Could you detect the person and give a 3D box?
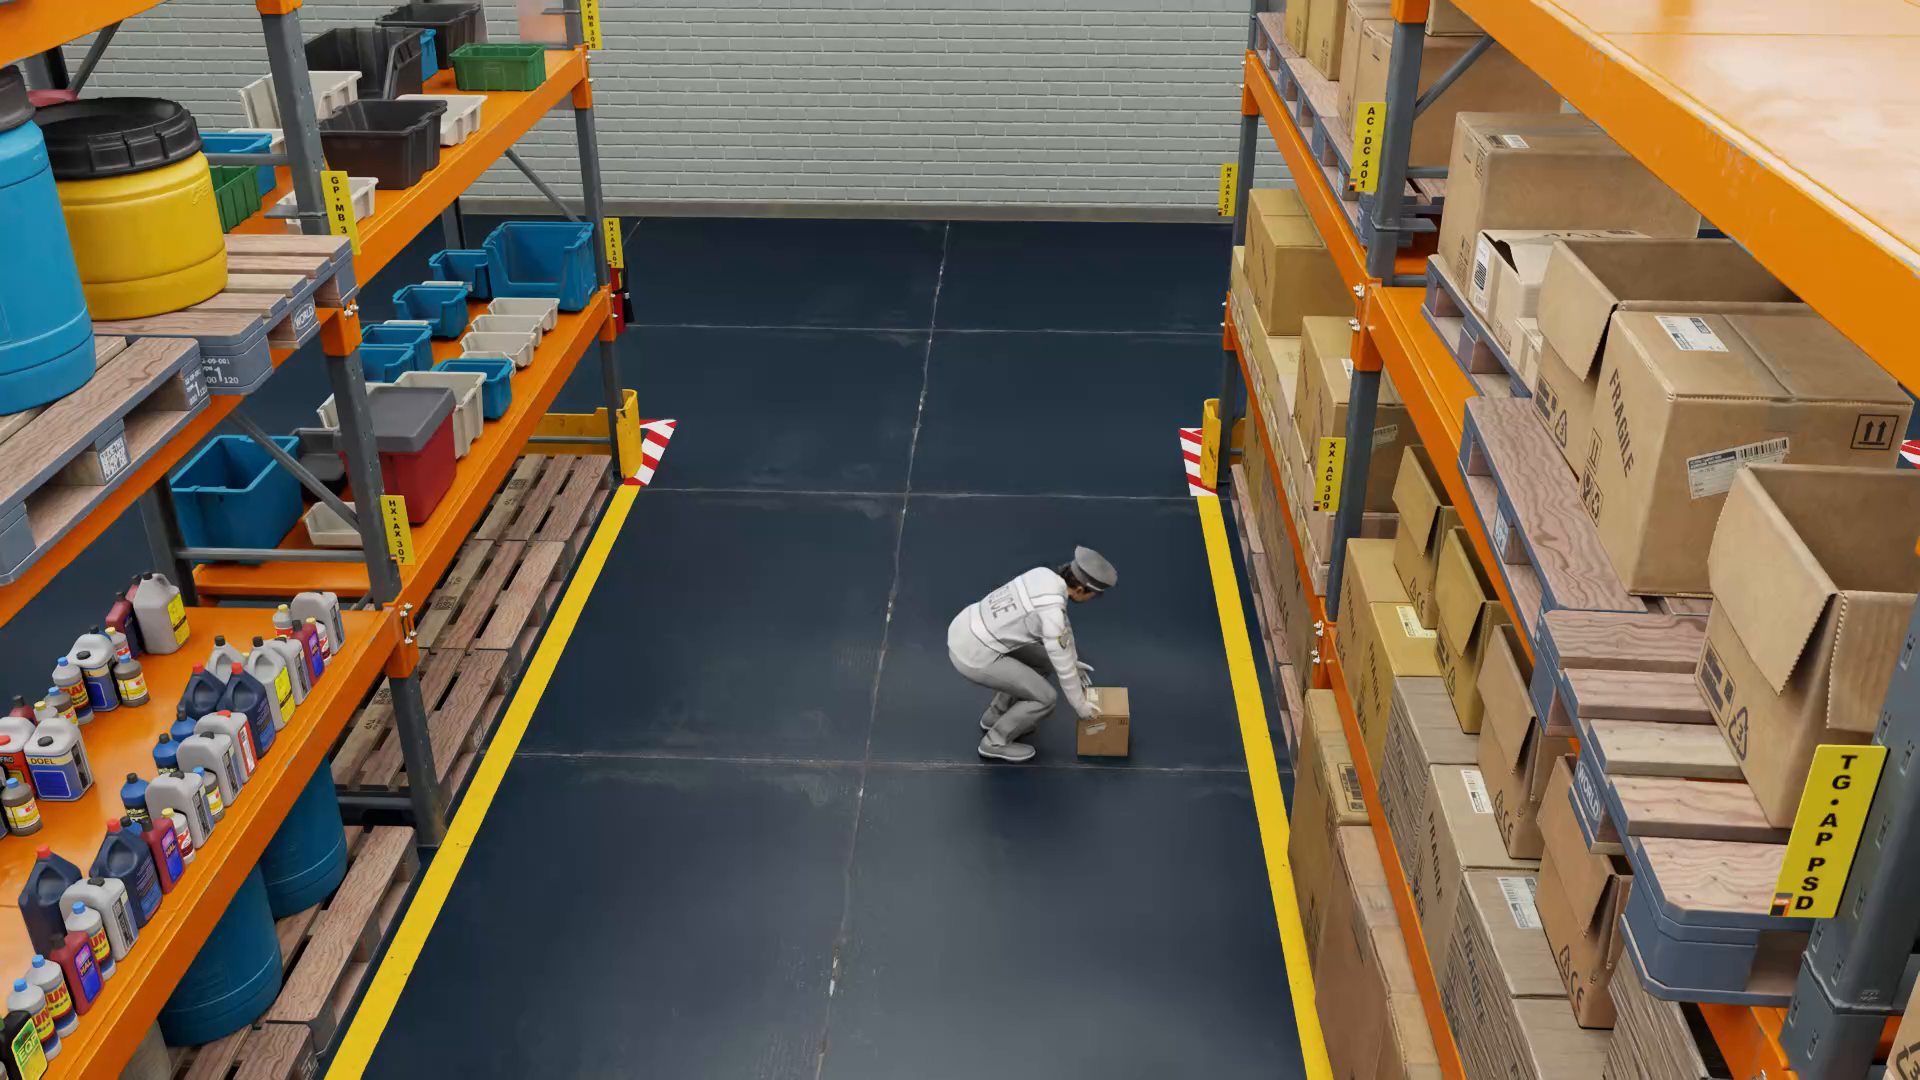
[{"bbox_3d":[0.354,0.538,8.247,0.827,1.075,0.506,1,28,2],"label":"person"}]
